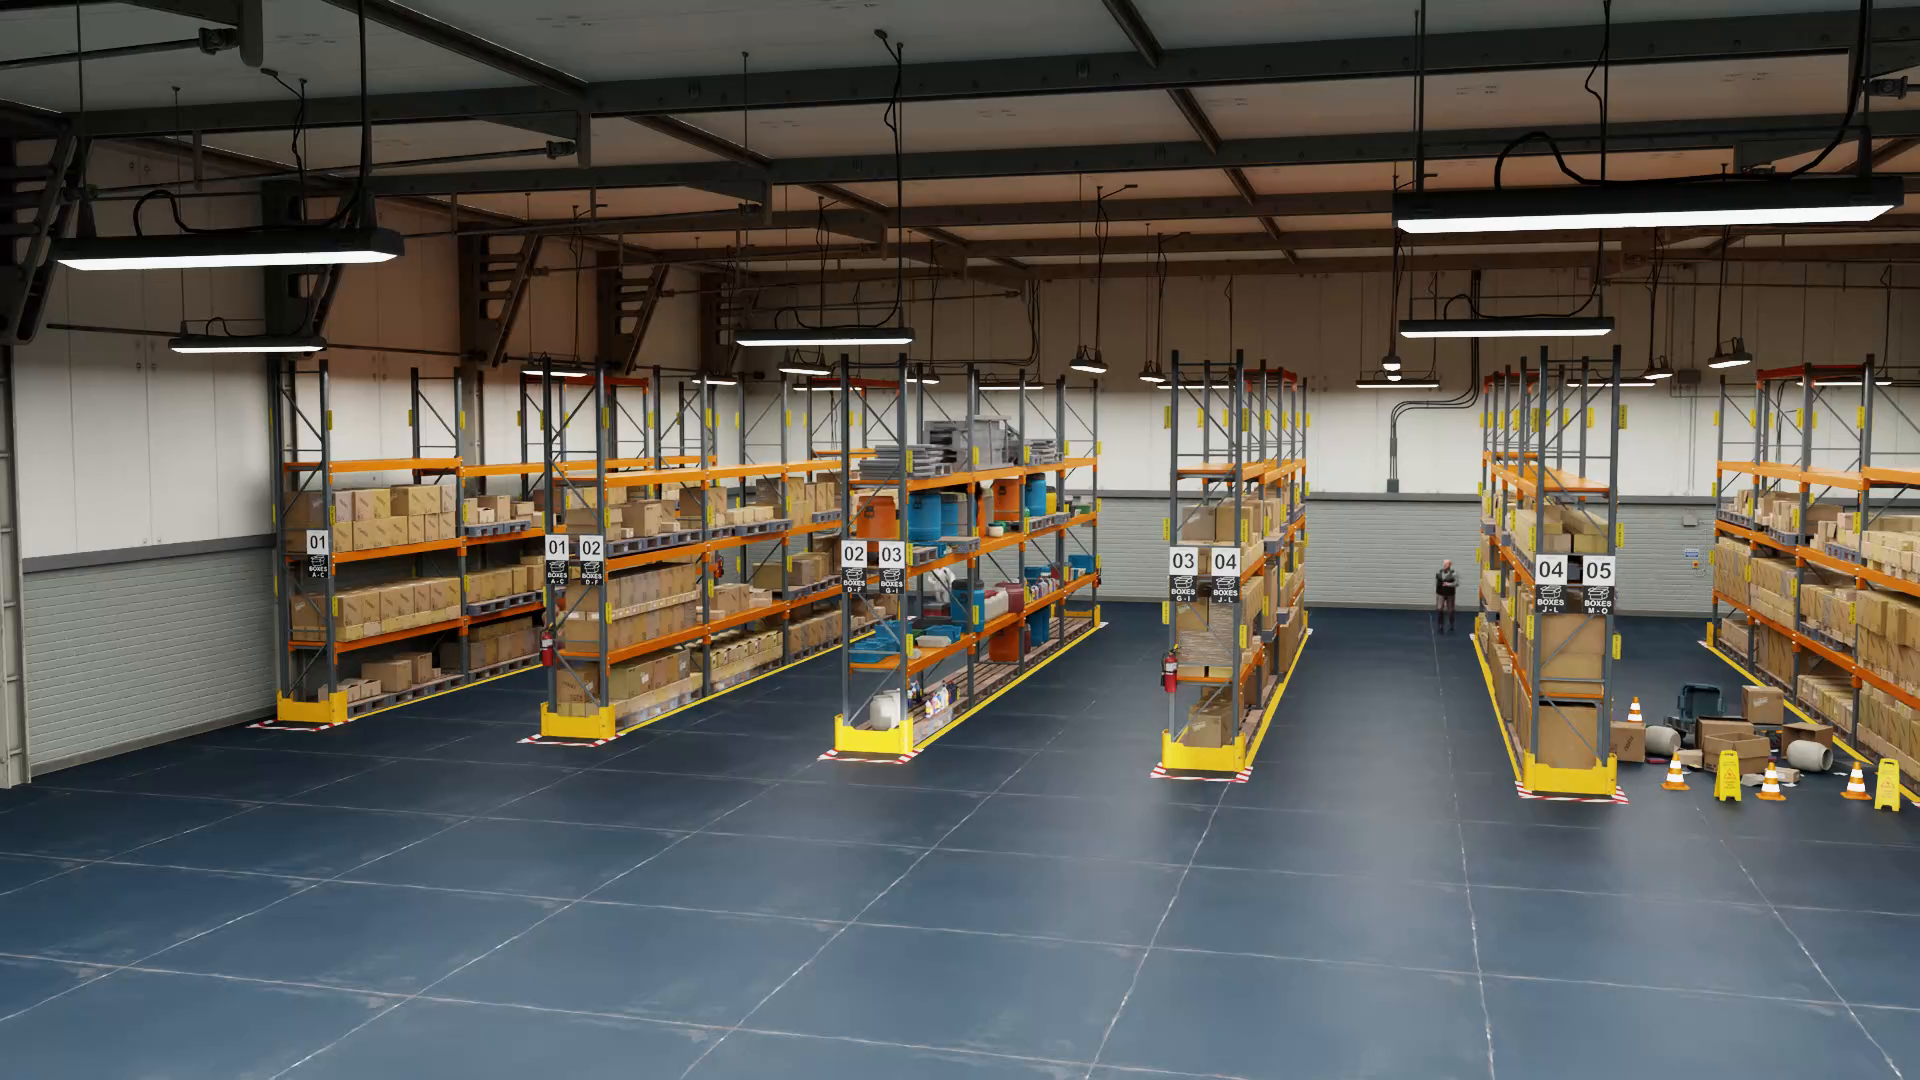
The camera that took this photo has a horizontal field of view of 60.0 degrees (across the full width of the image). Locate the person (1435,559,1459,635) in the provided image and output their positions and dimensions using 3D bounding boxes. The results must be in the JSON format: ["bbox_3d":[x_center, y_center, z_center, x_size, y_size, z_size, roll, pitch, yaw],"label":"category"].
[{"bbox_3d":[11.403,1.340,38.975,0.617,1.783,0.852,2,5,29],"label":"person"}]

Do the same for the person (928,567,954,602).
[{"bbox_3d":[-0.468,1.259,40.584,0.647,1.743,0.612,0,4,1],"label":"person"}]

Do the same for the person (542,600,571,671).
[{"bbox_3d":[-7.678,1.932,31.896,0.619,1.628,1.002,1,4,7],"label":"person"}]

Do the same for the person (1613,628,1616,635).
[{"bbox_3d":[14.182,1.549,36.756,0.579,1.650,0.948,-1,4,-19],"label":"person"}]
